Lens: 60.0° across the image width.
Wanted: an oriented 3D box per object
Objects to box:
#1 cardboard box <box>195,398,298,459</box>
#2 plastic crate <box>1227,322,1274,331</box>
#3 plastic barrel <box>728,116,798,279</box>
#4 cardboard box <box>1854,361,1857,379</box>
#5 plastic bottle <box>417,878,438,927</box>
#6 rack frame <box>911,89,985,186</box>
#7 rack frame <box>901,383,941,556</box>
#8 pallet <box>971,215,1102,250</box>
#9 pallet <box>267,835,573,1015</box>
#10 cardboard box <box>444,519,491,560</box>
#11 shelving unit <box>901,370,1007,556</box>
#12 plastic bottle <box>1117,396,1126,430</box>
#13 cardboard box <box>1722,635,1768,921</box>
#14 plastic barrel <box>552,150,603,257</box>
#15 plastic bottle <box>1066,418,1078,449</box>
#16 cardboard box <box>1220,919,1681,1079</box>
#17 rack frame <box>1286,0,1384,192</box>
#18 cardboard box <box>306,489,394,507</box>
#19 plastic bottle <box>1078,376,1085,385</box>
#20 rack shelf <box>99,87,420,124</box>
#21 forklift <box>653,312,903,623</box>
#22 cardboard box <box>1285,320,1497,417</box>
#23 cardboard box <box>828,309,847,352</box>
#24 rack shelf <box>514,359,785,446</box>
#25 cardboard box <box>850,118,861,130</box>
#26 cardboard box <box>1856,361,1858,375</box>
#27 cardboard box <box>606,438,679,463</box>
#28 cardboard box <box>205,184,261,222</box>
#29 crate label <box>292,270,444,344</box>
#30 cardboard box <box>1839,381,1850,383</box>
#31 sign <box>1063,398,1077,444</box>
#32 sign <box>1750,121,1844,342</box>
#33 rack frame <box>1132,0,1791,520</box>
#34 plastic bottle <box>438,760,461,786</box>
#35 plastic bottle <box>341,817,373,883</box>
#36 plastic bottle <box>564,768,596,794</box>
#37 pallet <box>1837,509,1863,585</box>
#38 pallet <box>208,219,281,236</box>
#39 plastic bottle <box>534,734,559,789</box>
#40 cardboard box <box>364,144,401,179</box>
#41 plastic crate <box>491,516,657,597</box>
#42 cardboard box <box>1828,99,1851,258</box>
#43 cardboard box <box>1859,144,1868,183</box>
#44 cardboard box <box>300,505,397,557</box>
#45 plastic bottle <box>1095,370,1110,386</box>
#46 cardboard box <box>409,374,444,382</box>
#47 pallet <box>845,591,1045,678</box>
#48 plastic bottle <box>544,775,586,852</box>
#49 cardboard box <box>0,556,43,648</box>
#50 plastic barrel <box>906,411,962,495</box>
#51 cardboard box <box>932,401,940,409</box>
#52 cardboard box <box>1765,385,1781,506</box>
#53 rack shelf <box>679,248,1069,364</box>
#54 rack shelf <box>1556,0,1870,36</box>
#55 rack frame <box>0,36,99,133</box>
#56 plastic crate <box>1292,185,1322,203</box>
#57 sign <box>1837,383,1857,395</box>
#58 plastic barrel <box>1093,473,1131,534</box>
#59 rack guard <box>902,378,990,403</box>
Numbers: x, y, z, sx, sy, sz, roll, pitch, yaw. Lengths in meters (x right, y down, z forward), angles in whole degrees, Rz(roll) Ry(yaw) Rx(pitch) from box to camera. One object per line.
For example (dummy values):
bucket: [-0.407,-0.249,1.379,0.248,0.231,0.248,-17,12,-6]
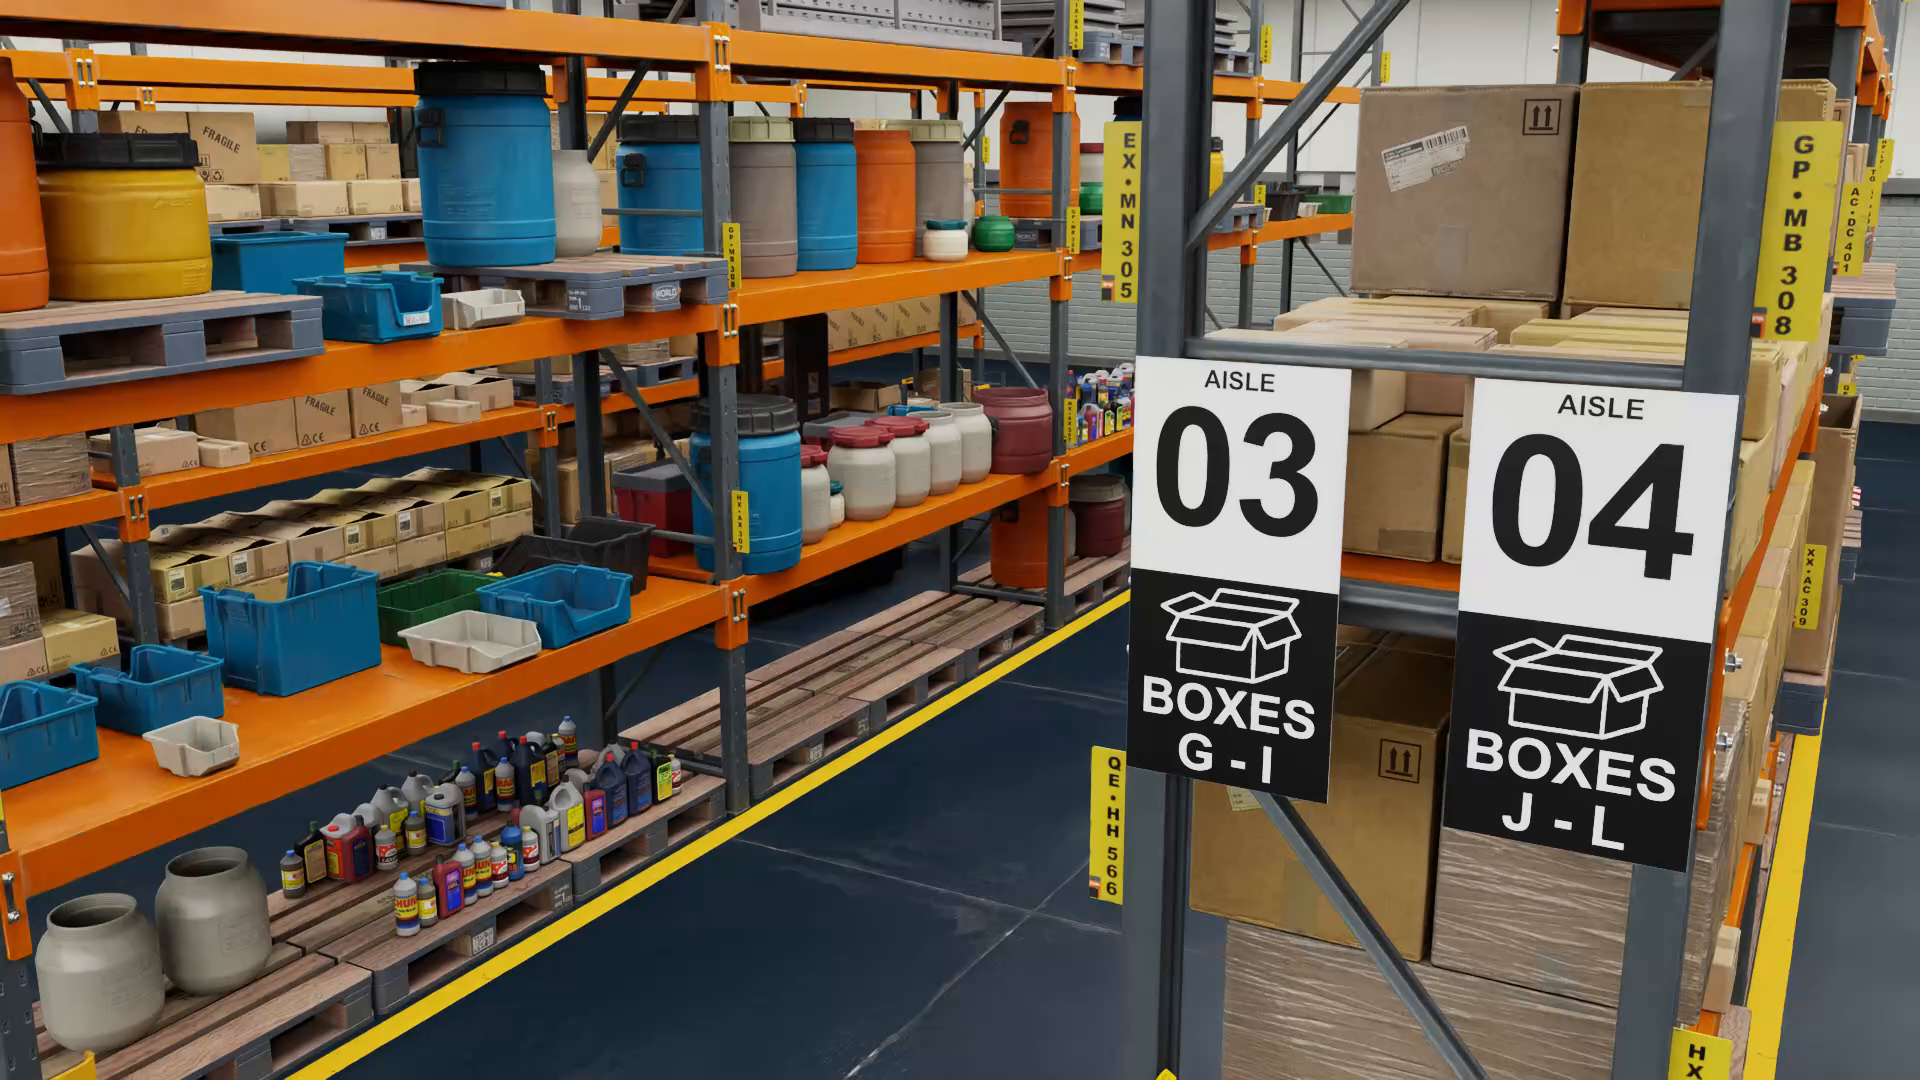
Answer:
cardboard box: [-5.312,-0.899,12.366,0.500,0.500,0.500,9,16,32]
plastic crate: [2.900,-1.881,16.388,0.402,0.464,0.583,7,15,28]
plastic barrel: [-1.246,-1.990,9.633,0.600,0.901,0.600,0,14,0]
cardboard box: [8.025,-1.659,15.417,0.500,0.250,0.500,7,15,26]
plastic bottle: [-2.353,1.585,7.309,0.097,0.201,0.097,0,14,0]
rack frame: [-0.152,-5.965,20.792,1.000,3.000,0.127,7,15,28]
rack frame: [-0.287,-0.607,14.569,0.500,1.500,0.032,7,15,28]
pallet: [0.771,-2.358,12.632,1.003,0.211,1.213,7,15,28]
pallet: [-2.568,1.715,7.685,1.003,0.211,1.213,7,15,28]
cardboard box: [-4.306,-0.033,13.958,0.500,0.250,0.500,7,15,27]
shelving unit: [-0.041,-0.712,15.002,0.538,1.500,1.048,7,15,28]
plastic bottle: [1.287,-1.025,13.377,0.097,0.271,0.097,0,14,0]
cardboard box: [1.536,0.494,3.819,0.500,0.500,0.500,7,15,28]
plastic barrel: [-1.999,-1.675,8.264,0.421,0.512,0.421,0,14,0]
plastic bottle: [0.807,-0.837,12.587,0.152,0.276,0.135,7,15,28]
cardboard box: [1.074,1.054,3.629,0.875,0.500,0.500,7,15,28]
rack frame: [4.183,-5.403,18.461,1.000,3.000,0.127,7,15,28]
cardboard box: [-5.024,-0.260,13.703,0.500,0.311,0.500,7,15,27]
plastic bottle: [1.052,-1.293,14.489,0.097,0.271,0.097,0,14,0]
rack shelf: [-7.390,-4.750,18.142,1.077,0.370,4.000,7,15,28]
forklift: [-1.790,-0.927,12.842,1.130,2.935,3.031,11,17,37]
cardboard box: [0.873,-0.354,3.389,0.380,0.149,0.250,7,15,26]
cardboard box: [-1.600,-2.350,18.385,0.500,0.500,0.500,8,16,30]
rack shelf: [-3.052,-1.468,16.473,1.077,0.370,4.000,7,15,28]
cardboard box: [-1.518,-4.411,18.401,0.700,0.500,0.500,7,15,28]
cardboard box: [8.635,-1.693,16.408,0.380,0.149,0.250,8,16,29]
cardboard box: [-3.054,-0.677,16.054,0.500,0.500,0.500,7,15,27]
cardboard box: [-5.383,-2.414,11.888,0.500,0.250,0.500,6,15,23]
crate label: [-2.358,-0.937,6.652,0.502,0.251,0.408,7,15,28]
cardboard box: [6.352,-0.926,12.477,0.500,0.500,0.500,8,16,30]
sign: [0.800,-0.864,12.084,0.100,0.325,0.005,7,15,28]
sign: [1.259,-0.465,2.511,0.100,0.325,0.005,7,15,28]
rack frame: [0.784,-1.559,2.517,1.000,3.000,0.127,7,15,28]
plastic bottle: [-2.579,1.268,8.445,0.061,0.283,0.133,8,16,31]
plastic bottle: [-2.809,1.440,7.736,0.061,0.283,0.133,7,15,28]
plastic bottle: [-1.912,1.278,8.421,0.152,0.276,0.135,7,15,28]
pallet: [4.400,-0.033,9.394,1.213,0.211,1.003,7,15,28]
pallet: [-5.538,-2.134,11.711,0.805,0.209,1.217,7,15,26]
plastic bottle: [-2.195,1.179,8.816,0.061,0.283,0.133,7,15,28]
cardboard box: [-6.945,-4.341,19.304,0.700,0.500,0.500,6,15,25]
plastic crate: [-1.983,0.099,8.574,0.767,0.338,0.504,7,15,28]
cardboard box: [2.723,-1.237,5.665,0.500,0.500,0.500,7,15,26]
cardboard box: [4.401,-1.801,8.642,0.500,0.500,0.500,7,15,28]
cardboard box: [-4.793,-0.099,13.034,0.500,0.311,0.500,8,16,30]
plastic bottle: [1.244,-1.364,14.772,0.152,0.276,0.135,7,15,28]
cardboard box: [-6.624,-1.799,20.004,0.750,0.750,0.750,8,15,29]
pallet: [-0.093,0.665,12.042,1.003,0.211,1.213,7,15,28]
plastic bottle: [-1.926,1.320,8.089,0.144,0.351,0.185,7,15,28]
cardboard box: [-6.237,0.403,10.551,0.500,0.500,0.500,7,15,28]
plastic barrel: [-0.199,-0.578,11.009,0.421,0.512,0.421,0,14,0]
cardboard box: [-0.473,-1.673,20.895,0.380,0.166,0.250,7,15,28]
cardboard box: [1.487,-0.204,3.617,0.500,0.250,0.500,7,15,27]
rack shelf: [-0.652,-1.543,10.387,1.077,0.370,4.000,7,15,28]
rack shelf: [1.751,-1.618,4.304,1.077,0.370,4.000,7,15,28]
rack frame: [-5.953,-3.503,10.580,1.000,3.000,0.127,7,15,28]
plastic crate: [3.753,-3.834,18.631,0.497,0.269,0.590,7,15,28]
sign: [5.131,-0.749,9.655,0.100,0.325,0.005,7,15,28]
plastic barrel: [1.278,-0.300,14.506,0.421,0.512,0.421,0,14,0]
rack guard: [-0.188,-1.818,21.723,1.175,0.500,0.348,7,15,28]
